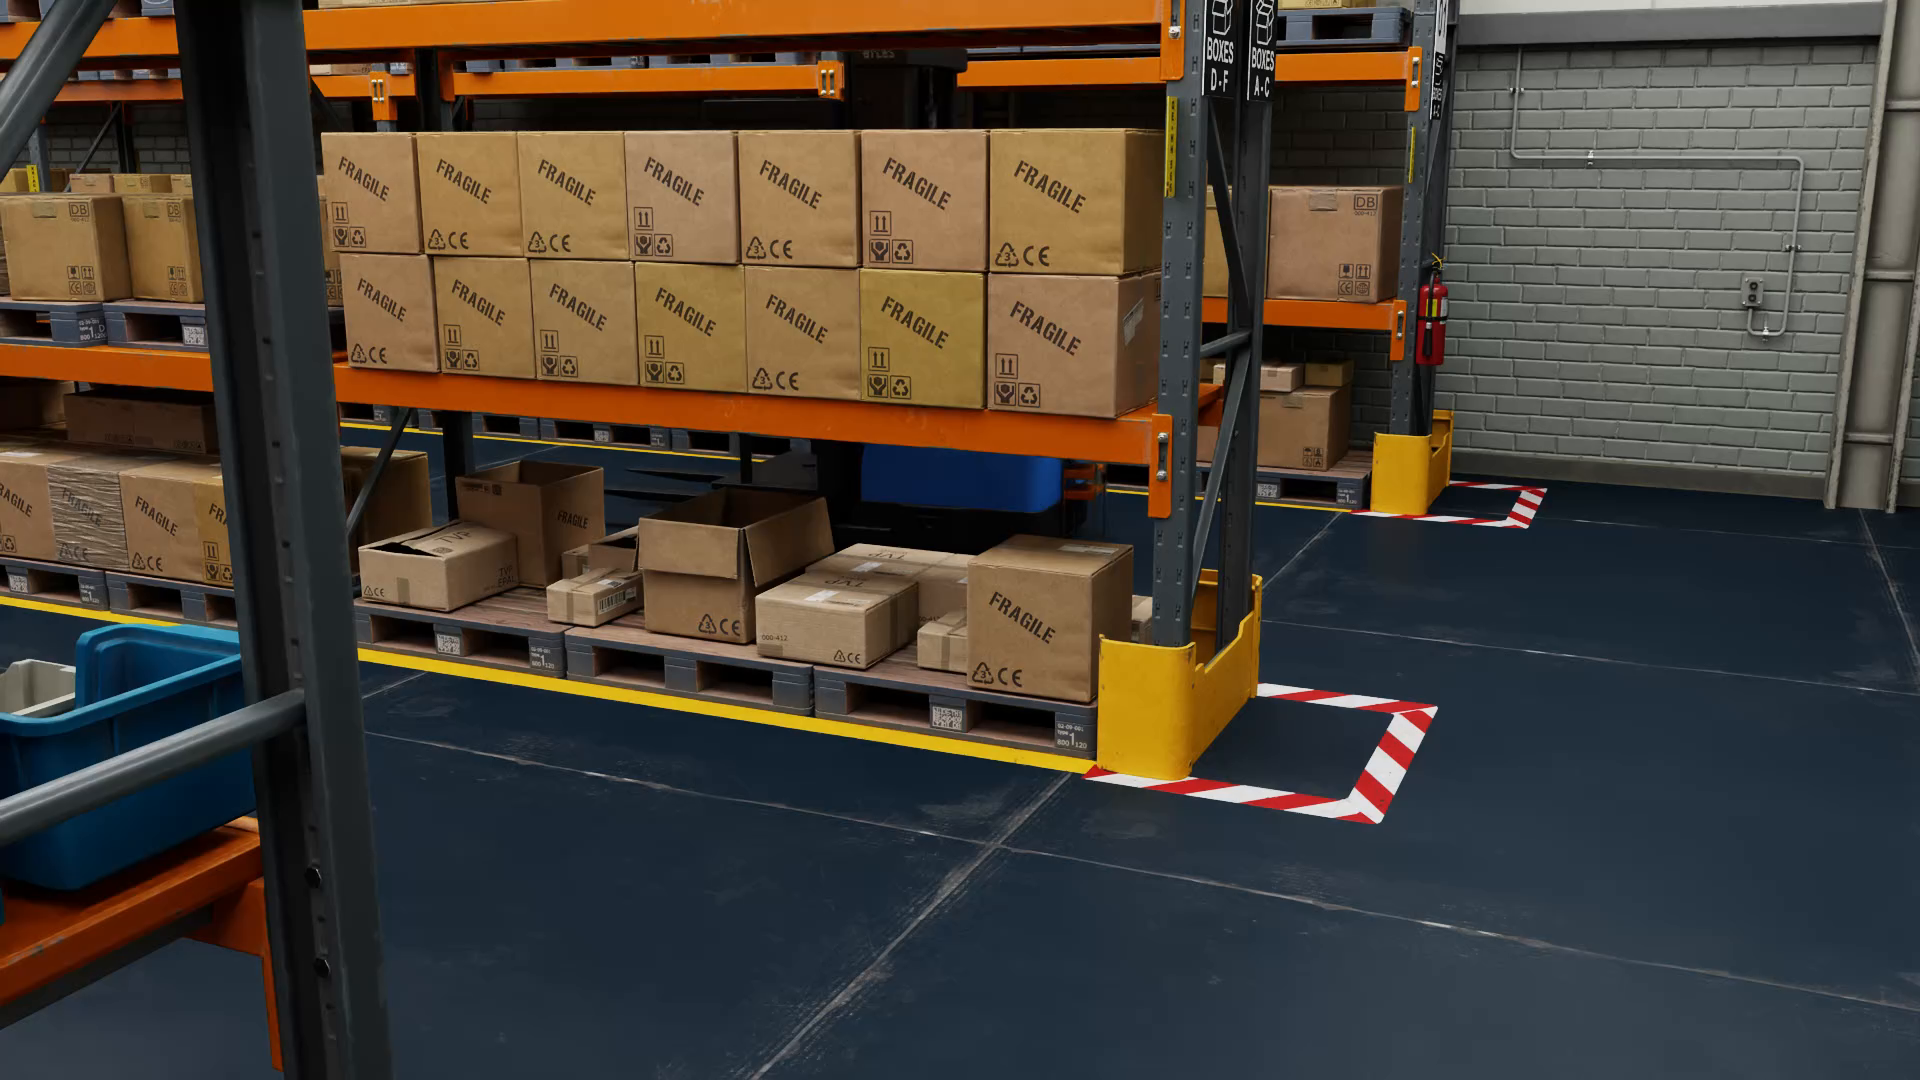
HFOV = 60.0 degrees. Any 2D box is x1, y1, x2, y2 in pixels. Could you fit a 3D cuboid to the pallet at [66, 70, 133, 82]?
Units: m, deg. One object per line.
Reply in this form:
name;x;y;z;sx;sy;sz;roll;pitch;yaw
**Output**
pallet;-7.497;-4.147;14.708;1.003;0.211;1.213;6;14;23

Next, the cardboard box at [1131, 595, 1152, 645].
cardboard box;0.707;0.351;6.971;0.250;0.149;0.380;6;14;23

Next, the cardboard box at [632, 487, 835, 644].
cardboard box;-0.987;0.091;7.301;0.637;0.503;0.797;6;14;23

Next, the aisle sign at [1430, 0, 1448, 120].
aisle sign;2.898;-2.944;10.043;0.004;0.787;0.394;6;14;23

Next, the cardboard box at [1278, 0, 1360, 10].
cardboard box;2.177;-3.400;10.303;0.500;0.250;0.500;6;15;25

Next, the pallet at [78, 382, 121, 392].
pallet;-7.306;-1.428;15.380;1.213;0.211;1.003;6;14;23

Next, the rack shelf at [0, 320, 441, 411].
rack shelf;-4.535;-0.917;8.673;4.000;0.370;1.077;6;14;23

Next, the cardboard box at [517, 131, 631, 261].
cardboard box;-1.448;-1.420;6.834;0.500;0.500;0.500;5;14;22

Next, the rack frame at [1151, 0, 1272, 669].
rack frame;0.951;-0.712;6.225;0.127;3.000;1.000;6;14;23

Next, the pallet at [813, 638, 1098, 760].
pallet;0.152;0.565;6.887;1.213;0.211;1.003;6;14;23

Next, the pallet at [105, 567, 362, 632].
pallet;-3.466;0.208;8.408;1.213;0.211;1.003;6;14;23

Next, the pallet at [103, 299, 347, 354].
pallet;-3.393;-1.086;8.236;1.213;0.211;1.003;6;14;23

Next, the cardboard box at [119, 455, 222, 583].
cardboard box;-3.722;-0.113;8.179;0.500;0.500;0.500;6;14;23

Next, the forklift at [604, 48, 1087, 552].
forklift;-0.817;-1.491;9.694;3.031;2.935;1.130;5;14;19

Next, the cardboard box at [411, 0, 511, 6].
cardboard box;-1.907;-2.326;6.864;0.500;0.250;0.500;6;14;23

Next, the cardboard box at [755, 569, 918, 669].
cardboard box;-0.503;0.319;6.885;0.500;0.250;0.500;6;14;23

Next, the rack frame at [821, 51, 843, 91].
rack frame;-0.704;-2.118;12.213;0.127;3.000;1.000;6;14;23

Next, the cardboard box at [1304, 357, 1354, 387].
cardboard box;2.468;-1.125;11.115;0.250;0.149;0.380;6;14;24

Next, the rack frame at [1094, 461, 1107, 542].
rack frame;0.795;-0.522;9.353;0.006;1.200;0.240;5;14;18

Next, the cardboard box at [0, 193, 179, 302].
cardboard box;-4.347;-1.486;8.384;0.500;0.500;0.700;2;13;9

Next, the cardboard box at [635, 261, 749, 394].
cardboard box;-0.960;-0.887;6.750;0.500;0.500;0.500;6;14;22

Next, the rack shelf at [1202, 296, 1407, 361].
rack shelf;1.125;-1.582;11.506;4.000;0.370;1.077;6;14;23

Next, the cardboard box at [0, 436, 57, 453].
cardboard box;-5.126;-0.253;8.777;0.500;0.500;0.500;6;14;22

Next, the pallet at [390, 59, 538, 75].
pallet;-3.751;-3.808;13.262;1.003;0.211;1.213;7;15;26

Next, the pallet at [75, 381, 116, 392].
pallet;-8.646;-1.555;15.919;1.213;0.211;1.003;6;14;23

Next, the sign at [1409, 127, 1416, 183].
sign;2.721;-2.314;9.999;0.005;0.325;0.100;6;14;23

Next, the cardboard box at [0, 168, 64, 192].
cardboard box;-8.575;-3.139;15.208;0.500;0.500;0.500;6;14;23

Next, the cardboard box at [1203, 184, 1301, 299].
cardboard box;1.814;-2.004;11.071;0.700;0.700;0.980;6;14;23

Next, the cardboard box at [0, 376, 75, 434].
cardboard box;-5.360;-0.773;9.351;0.500;0.250;0.500;6;15;25

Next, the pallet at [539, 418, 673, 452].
pallet;-2.559;-0.928;13.248;1.213;0.211;1.003;6;14;23

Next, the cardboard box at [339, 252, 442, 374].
cardboard box;-2.351;-1.027;7.347;0.500;0.500;0.500;6;15;25

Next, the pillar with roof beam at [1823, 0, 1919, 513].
pillar with roof beam;4.029;-3.700;5.824;0.400;9.000;9.100;6;14;23

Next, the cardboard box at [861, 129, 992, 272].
cardboard box;-0.030;-1.278;6.228;0.500;0.500;0.500;6;15;25

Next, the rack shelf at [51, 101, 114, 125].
rack shelf;-9.847;-4.153;15.896;4.000;0.370;1.077;6;14;23

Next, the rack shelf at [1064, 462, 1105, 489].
rack shelf;0.708;-0.369;9.420;0.180;0.103;0.258;5;14;18

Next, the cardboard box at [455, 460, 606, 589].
cardboard box;-2.071;-0.086;8.065;0.500;0.500;0.500;6;14;23

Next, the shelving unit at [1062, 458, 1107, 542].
shelving unit;0.708;-0.529;9.382;0.189;1.200;0.258;5;14;18

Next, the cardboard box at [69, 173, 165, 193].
cardboard box;-7.566;-3.066;15.075;0.500;0.500;0.700;6;14;23

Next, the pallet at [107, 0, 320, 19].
pallet;-3.274;-2.526;7.801;1.003;0.211;1.213;6;14;23

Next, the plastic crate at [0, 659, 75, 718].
plastic crate;-1.411;0.282;2.431;0.298;0.136;0.250;6;14;23

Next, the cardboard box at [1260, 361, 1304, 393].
cardboard box;2.082;-1.068;10.875;0.250;0.149;0.380;6;14;23

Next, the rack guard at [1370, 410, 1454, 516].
rack guard;2.976;-0.528;10.912;0.348;0.500;1.175;6;14;23

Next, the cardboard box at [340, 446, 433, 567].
cardboard box;-3.050;-0.175;8.445;0.500;0.500;0.500;5;14;21

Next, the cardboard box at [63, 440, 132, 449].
cardboard box;-4.458;-0.317;9.049;0.500;0.500;0.500;5;14;21

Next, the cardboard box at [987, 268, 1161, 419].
cardboard box;0.431;-0.746;6.148;0.500;0.500;0.500;6;15;25

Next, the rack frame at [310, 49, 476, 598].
rack frame;-2.707;-1.083;7.802;0.127;3.000;1.000;6;14;23
